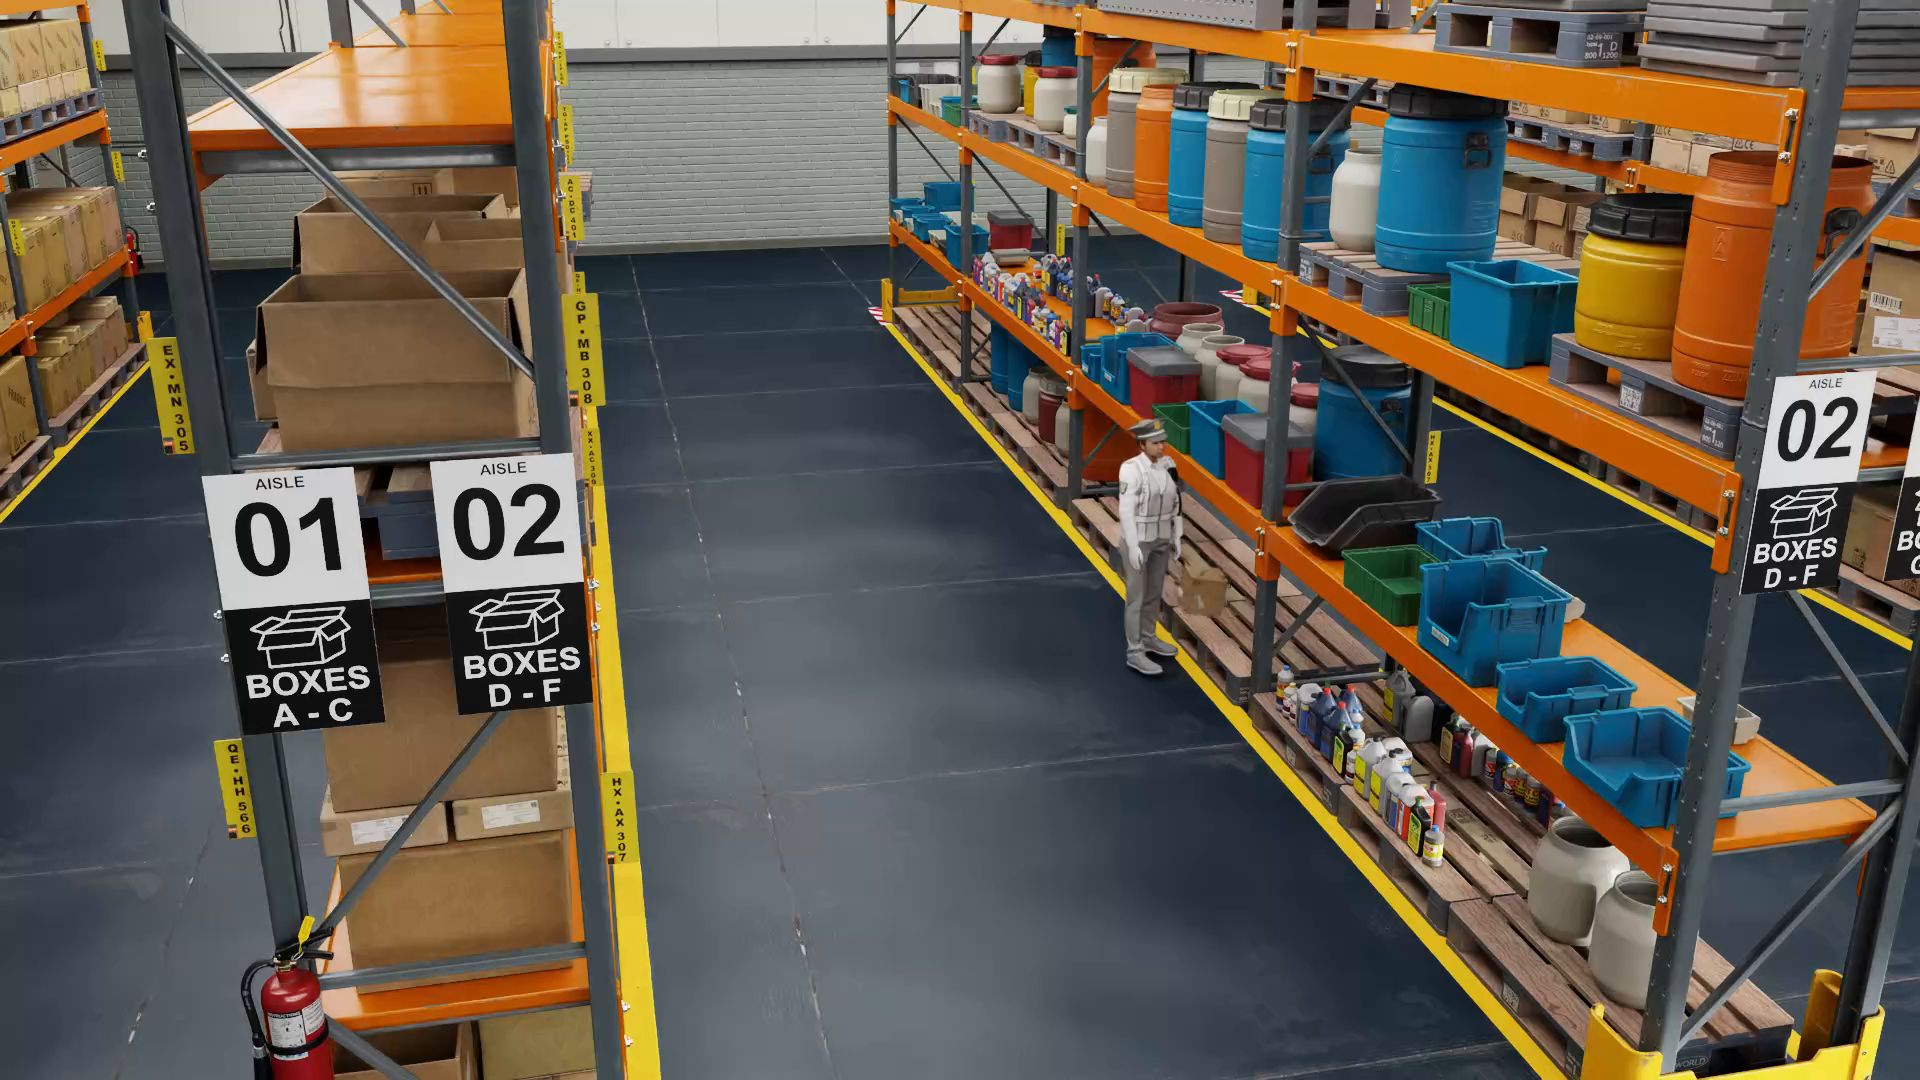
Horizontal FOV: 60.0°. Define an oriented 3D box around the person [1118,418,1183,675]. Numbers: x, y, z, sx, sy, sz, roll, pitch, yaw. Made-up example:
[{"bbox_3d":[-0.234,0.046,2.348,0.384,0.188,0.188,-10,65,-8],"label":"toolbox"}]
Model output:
[{"bbox_3d":[1.293,0.025,10.900,0.515,1.694,0.481,-13,23,-31],"label":"person"}]
